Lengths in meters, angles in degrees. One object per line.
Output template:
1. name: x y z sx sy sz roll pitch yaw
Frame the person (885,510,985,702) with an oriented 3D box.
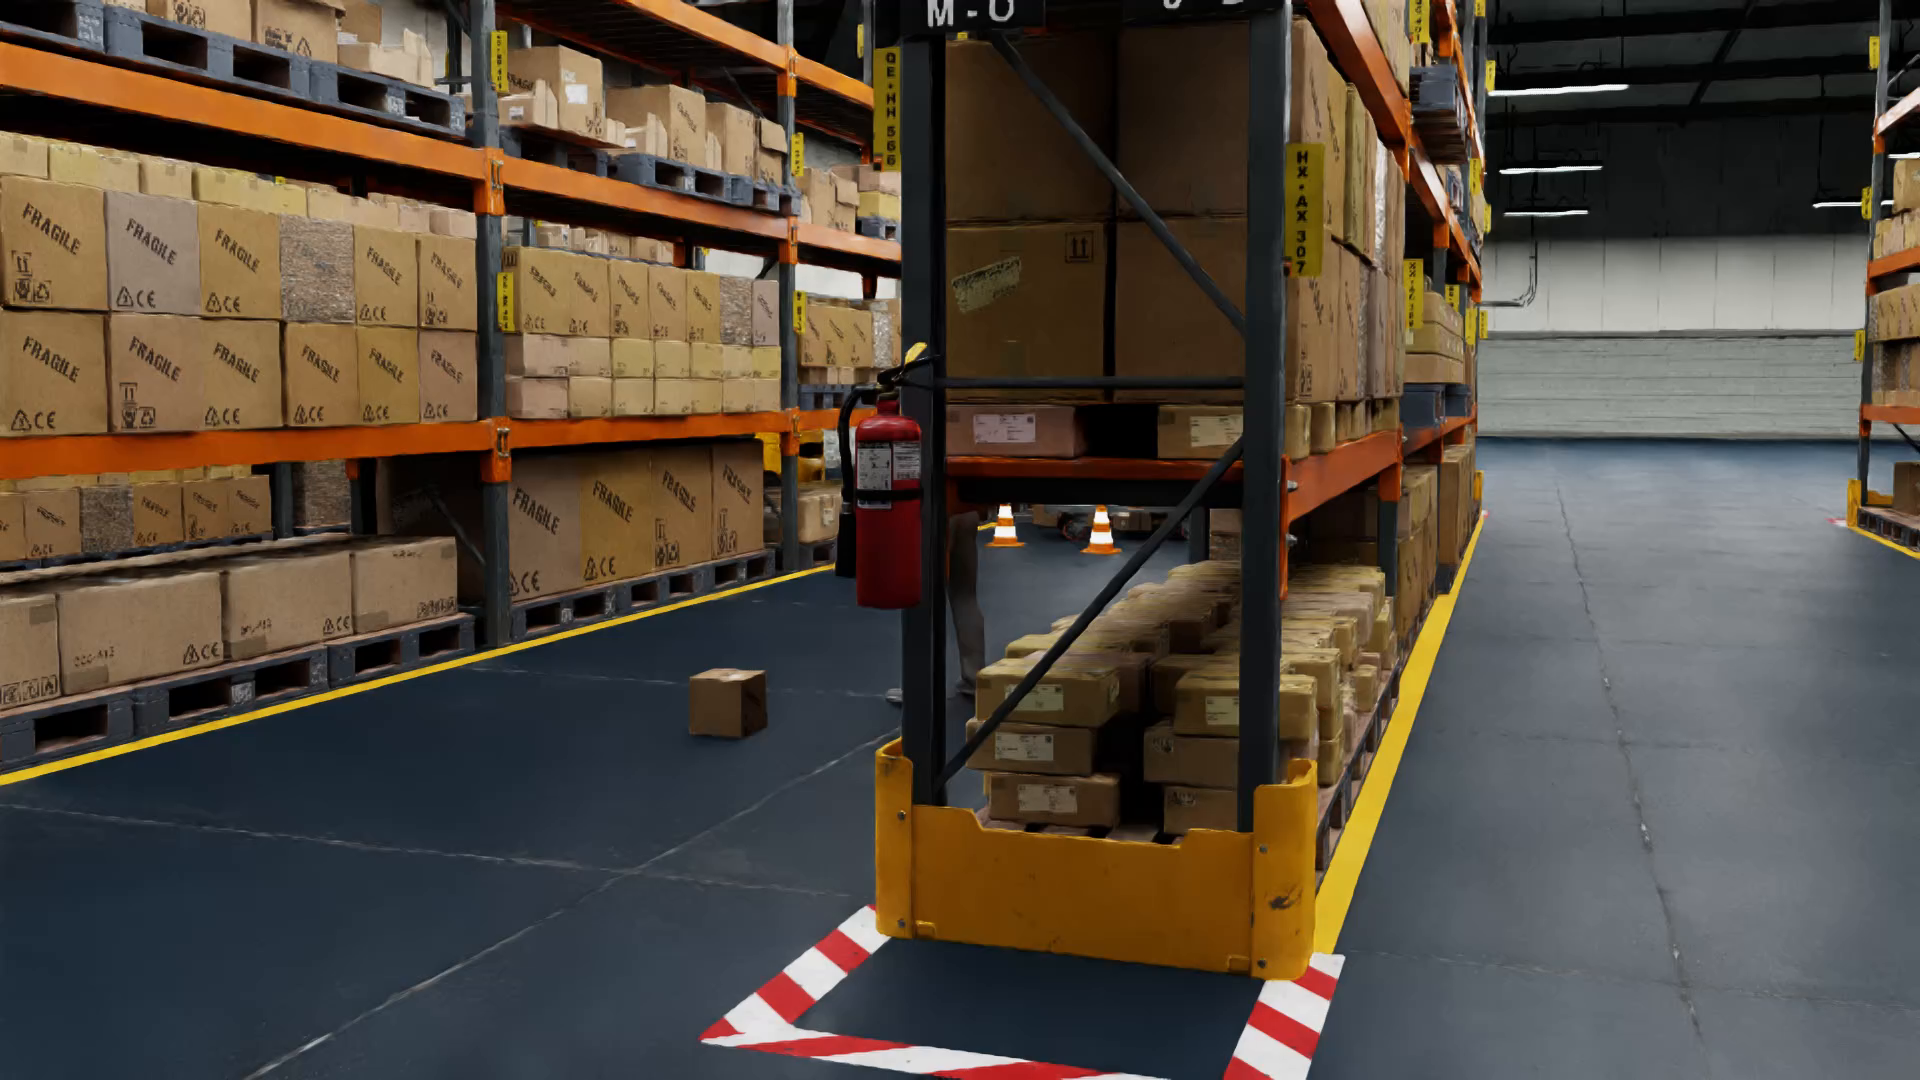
1. person: -0.092 -0.085 7.856 0.353 1.690 0.553 4 7 36
